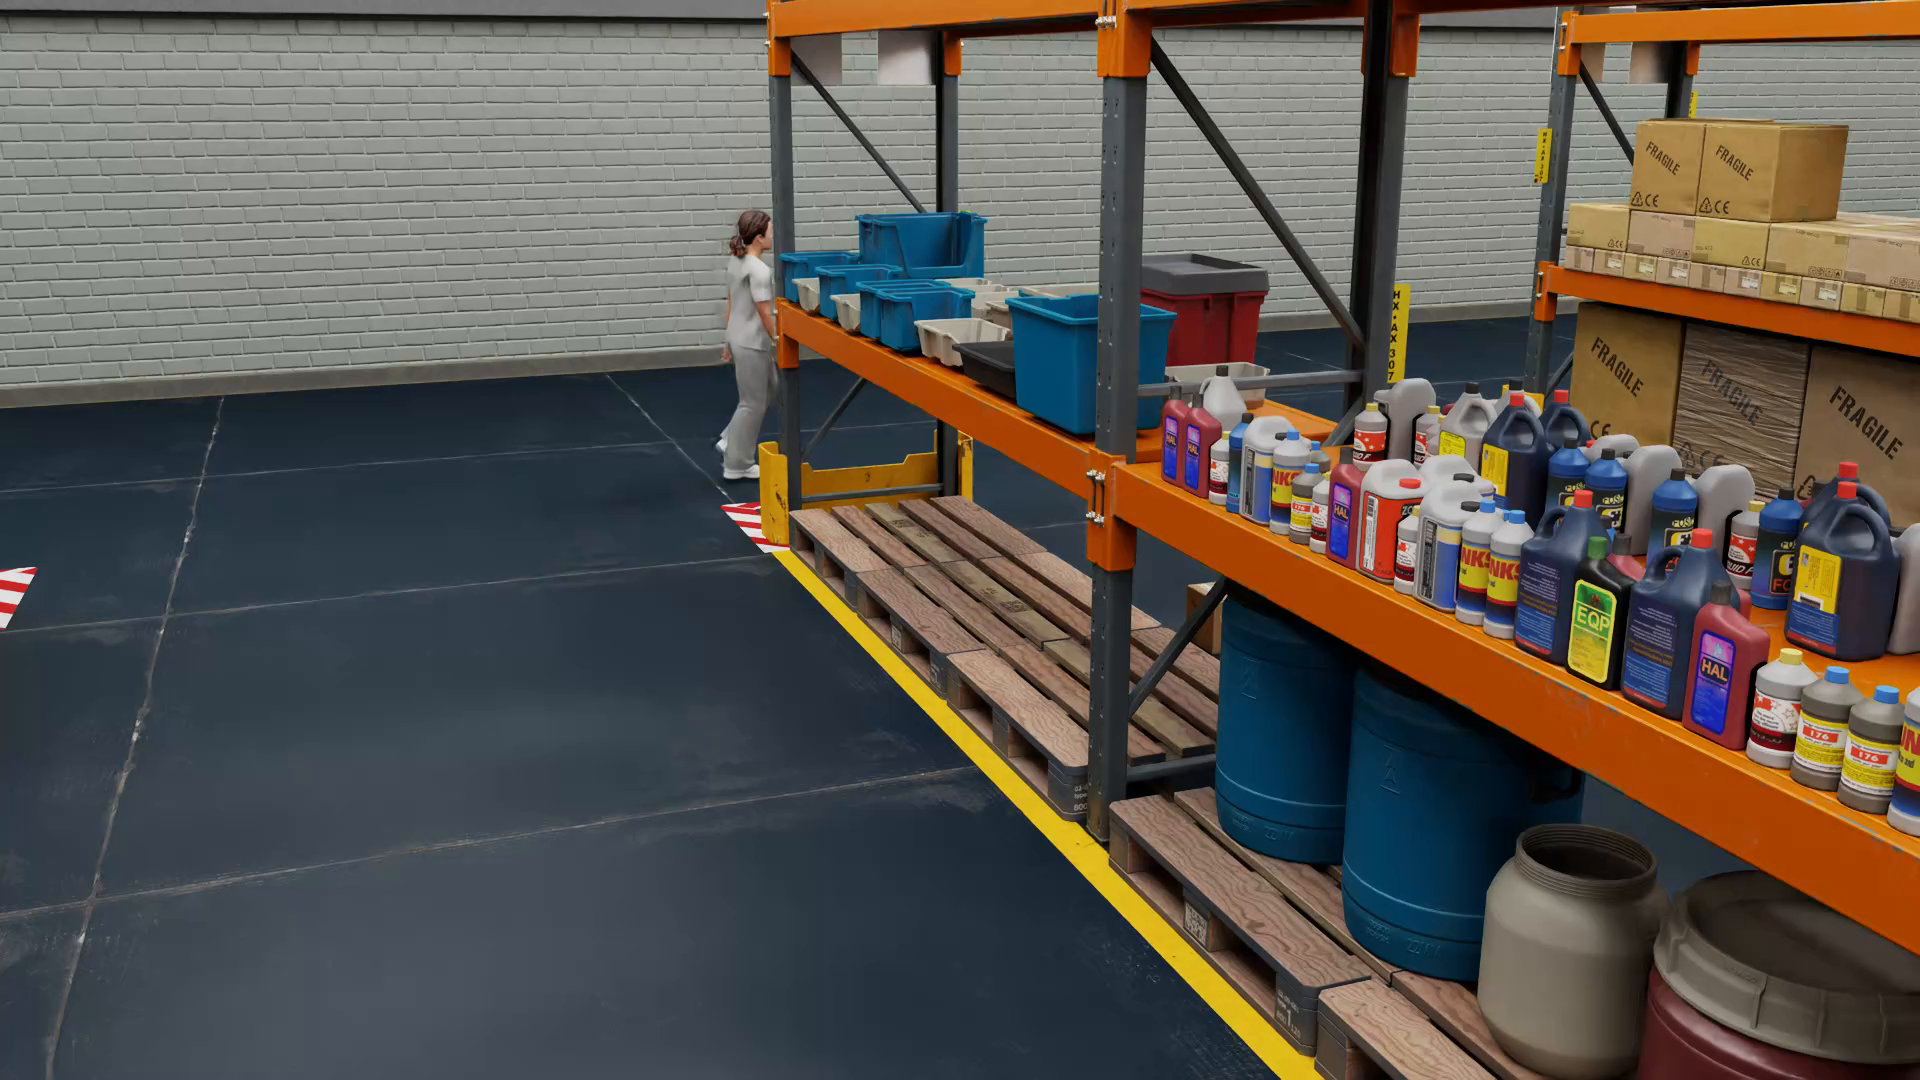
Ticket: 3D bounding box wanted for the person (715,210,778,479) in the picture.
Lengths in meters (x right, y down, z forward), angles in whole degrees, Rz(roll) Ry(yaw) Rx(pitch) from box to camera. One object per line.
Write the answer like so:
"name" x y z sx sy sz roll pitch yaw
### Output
"person" -1.261 -1.176 10.144 0.432 1.658 0.537 -7 17 -23
